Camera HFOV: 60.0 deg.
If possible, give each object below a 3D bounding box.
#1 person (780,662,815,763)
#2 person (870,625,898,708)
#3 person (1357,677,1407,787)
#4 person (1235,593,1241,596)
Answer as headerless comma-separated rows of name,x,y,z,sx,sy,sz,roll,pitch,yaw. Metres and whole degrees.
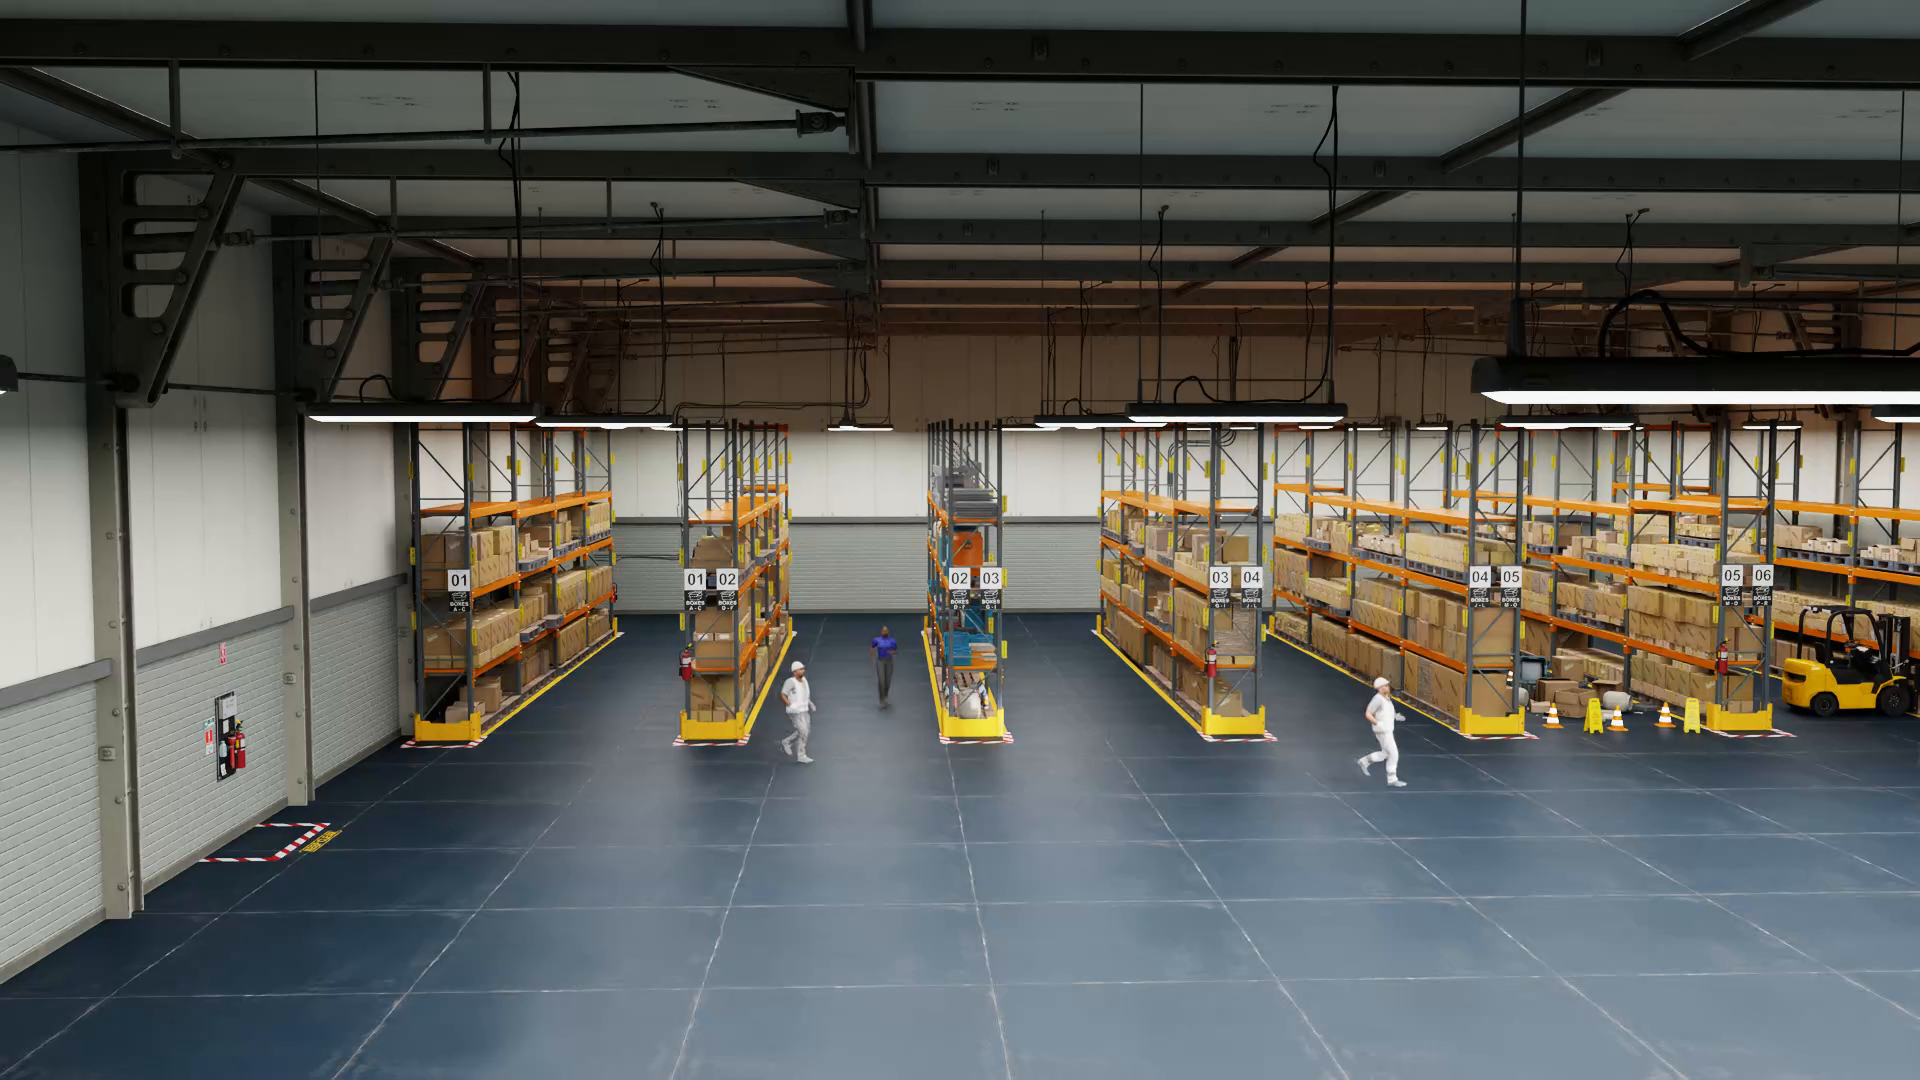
person,-2.870,2.988,28.976,0.696,1.749,0.705,2,4,27
person,-1.590,2.660,35.015,0.550,1.704,0.764,-1,4,-14
person,6.861,3.113,27.048,0.840,1.758,0.668,2,4,31
person,7.748,1.831,47.055,0.762,1.734,0.878,1,4,17
